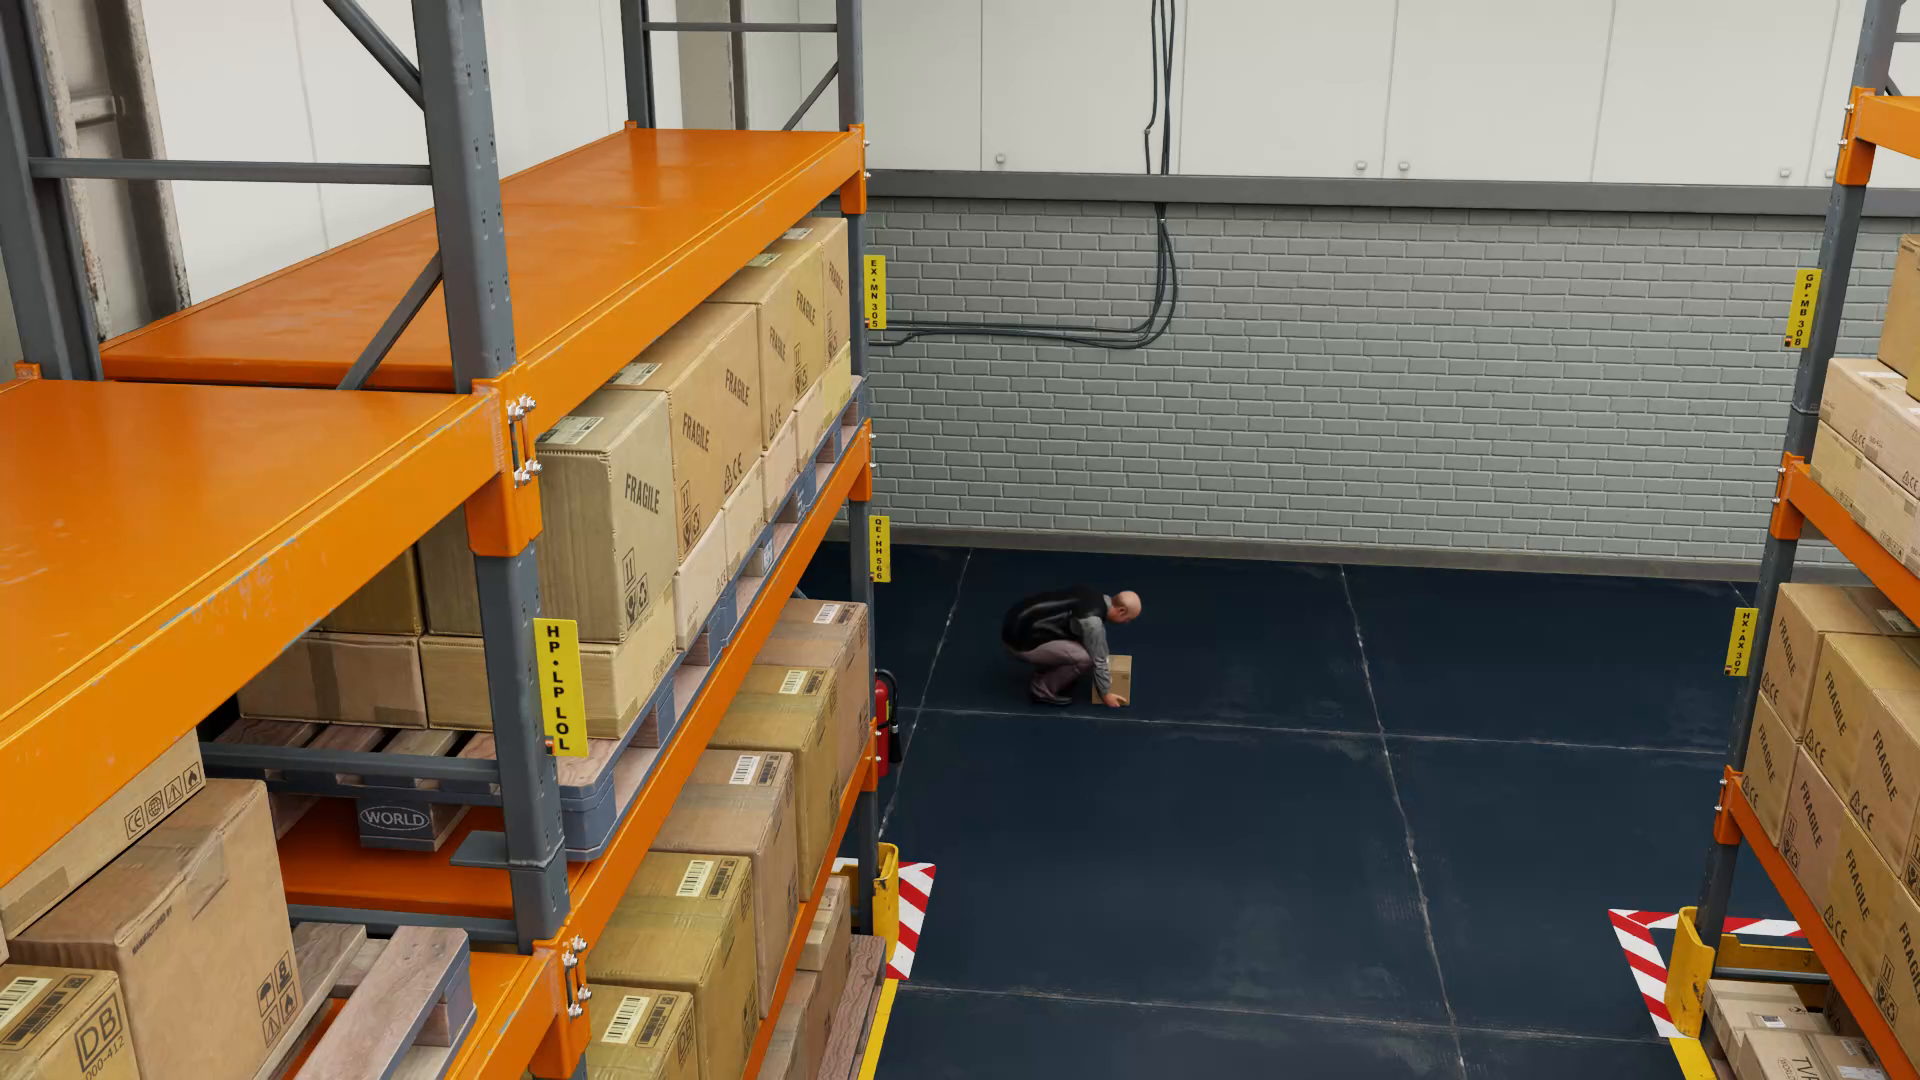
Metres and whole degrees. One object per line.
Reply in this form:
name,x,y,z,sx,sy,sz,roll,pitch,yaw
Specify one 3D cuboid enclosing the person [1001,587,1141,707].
person,0.738,0.715,11.106,0.920,0.819,0.507,2,21,5
